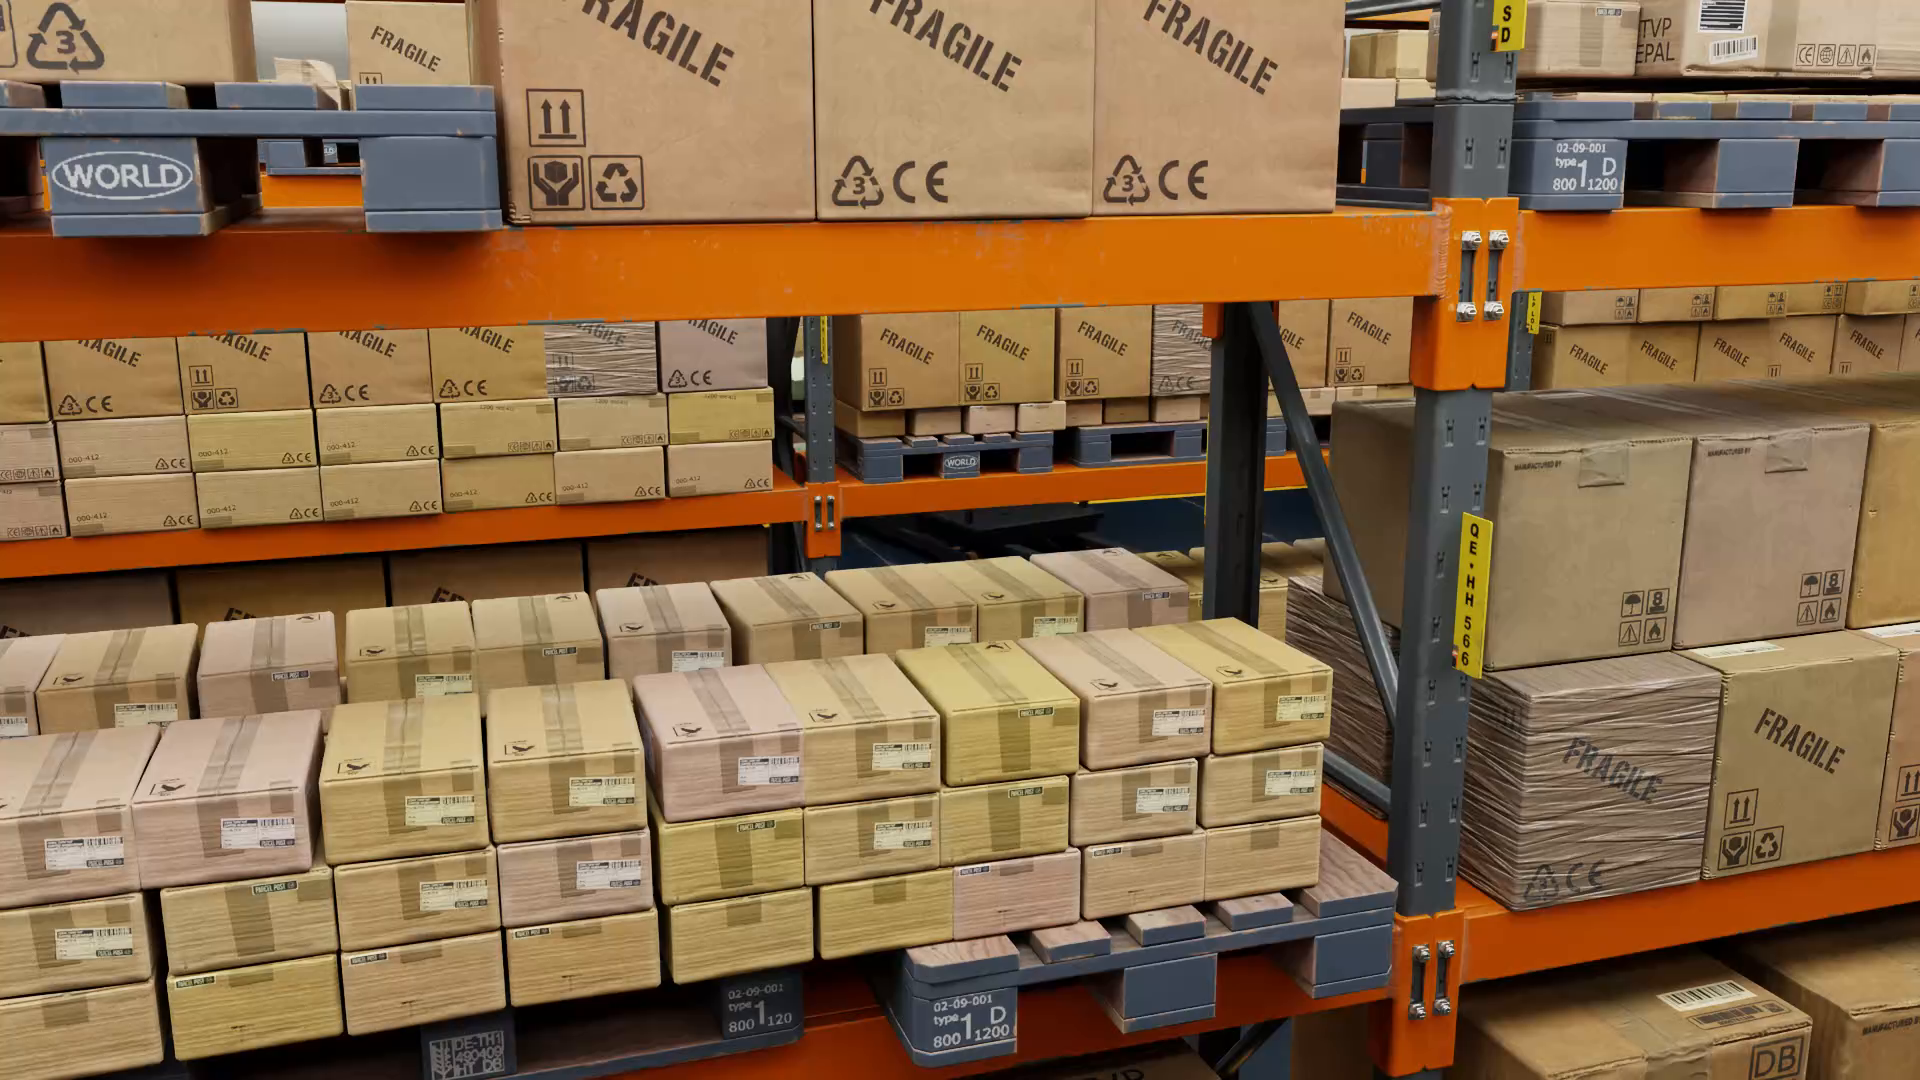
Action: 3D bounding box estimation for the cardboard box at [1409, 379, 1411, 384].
[{"bbox_3d":[2.601,-1.168,9.303,0.500,0.500,0.500,-5,14,-19],"label":"cardboard box"}]

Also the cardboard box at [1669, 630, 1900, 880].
[{"bbox_3d":[1.842,0.458,4.018,0.500,0.500,0.500,-5,14,-19],"label":"cardboard box"}]

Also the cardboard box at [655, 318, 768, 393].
[{"bbox_3d":[-1.232,-0.999,7.983,0.500,0.500,0.500,-5,14,-20],"label":"cardboard box"}]

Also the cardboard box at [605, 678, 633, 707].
[{"bbox_3d":[-0.657,0.362,3.633,0.250,0.149,0.380,-4,14,-18],"label":"cardboard box"}]

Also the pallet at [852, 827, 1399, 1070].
[{"bbox_3d":[0.208,0.688,3.682,1.003,0.211,1.213,-4,14,-18],"label":"pallet"}]

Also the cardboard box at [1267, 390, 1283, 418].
[{"bbox_3d":[1.595,-0.766,9.016,0.250,0.149,0.380,-4,14,-18],"label":"cardboard box"}]

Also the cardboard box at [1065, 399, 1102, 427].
[{"bbox_3d":[0.566,-0.699,8.734,0.250,0.149,0.380,-4,14,-15],"label":"cardboard box"}]

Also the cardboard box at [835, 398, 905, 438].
[{"bbox_3d":[-0.458,-0.625,8.422,0.250,0.149,0.380,-5,14,-21],"label":"cardboard box"}]

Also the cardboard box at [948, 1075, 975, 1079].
[{"bbox_3d":[-0.190,1.314,3.512,0.500,0.250,0.500,-4,14,-17],"label":"cardboard box"}]

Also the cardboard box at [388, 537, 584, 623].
[{"bbox_3d":[-2.353,0.368,8.298,0.875,0.875,0.875,-4,14,-17],"label":"cardboard box"}]

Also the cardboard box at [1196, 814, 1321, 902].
[{"bbox_3d":[0.528,0.574,3.382,0.250,0.149,0.380,-4,14,-17],"label":"cardboard box"}]

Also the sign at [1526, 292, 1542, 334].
[{"bbox_3d":[3.146,-1.296,9.108,0.005,0.325,0.100,-4,14,-18],"label":"sign"}]

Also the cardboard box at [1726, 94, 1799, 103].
[{"bbox_3d":[4.435,-2.432,9.585,0.500,0.250,0.500,-4,14,-18],"label":"cardboard box"}]

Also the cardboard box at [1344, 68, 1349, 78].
[{"bbox_3d":[3.259,-3.826,14.416,0.637,0.503,0.797,-4,14,-16],"label":"cardboard box"}]

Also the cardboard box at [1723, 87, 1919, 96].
[{"bbox_3d":[2.408,-1.432,4.358,0.500,0.500,0.500,-4,14,-18],"label":"cardboard box"}]

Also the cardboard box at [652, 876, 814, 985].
[{"bbox_3d":[-0.443,0.649,3.068,0.250,0.149,0.380,-5,14,-21],"label":"cardboard box"}]

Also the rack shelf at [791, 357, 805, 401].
[{"bbox_3d":[-1.141,-1.136,12.396,0.720,0.370,0.431,-9,32,-31],"label":"rack shelf"}]

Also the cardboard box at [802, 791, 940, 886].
[{"bbox_3d":[-0.212,0.487,3.106,0.250,0.149,0.380,-4,14,-18],"label":"cardboard box"}]

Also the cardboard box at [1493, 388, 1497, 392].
[{"bbox_3d":[3.308,-1.135,10.074,0.500,0.500,0.500,-5,14,-20],"label":"cardboard box"}]

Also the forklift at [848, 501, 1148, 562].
[{"bbox_3d":[0.336,-1.304,11.790,1.130,2.935,3.031,-8,16,-32],"label":"forklift"}]

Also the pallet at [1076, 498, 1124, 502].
[{"bbox_3d":[0.693,-0.523,14.387,1.213,0.211,1.003,-4,14,-18],"label":"pallet"}]

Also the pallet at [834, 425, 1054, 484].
[{"bbox_3d":[-0.184,-0.542,8.853,1.003,0.211,1.213,-4,14,-18],"label":"pallet"}]

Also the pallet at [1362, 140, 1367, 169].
[{"bbox_3d":[2.347,-2.200,9.334,1.003,0.211,1.213,-4,14,-18],"label":"pallet"}]

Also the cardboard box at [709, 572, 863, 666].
[{"bbox_3d":[-0.389,0.196,3.686,0.250,0.149,0.380,-5,14,-20],"label":"cardboard box"}]

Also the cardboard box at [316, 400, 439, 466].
[{"bbox_3d":[-2.659,-0.519,7.585,0.500,0.250,0.500,-5,14,-20],"label":"cardboard box"}]

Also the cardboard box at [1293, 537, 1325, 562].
[{"bbox_3d":[2.470,0.259,9.843,0.625,0.372,0.950,-4,14,-17],"label":"cardboard box"}]

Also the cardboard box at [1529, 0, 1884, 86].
[{"bbox_3d":[1.606,-1.155,3.604,0.500,0.311,0.500,-4,14,-18],"label":"cardboard box"}]

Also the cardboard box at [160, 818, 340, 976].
[{"bbox_3d":[-1.180,0.561,2.794,0.250,0.149,0.380,-5,14,-19],"label":"cardboard box"}]

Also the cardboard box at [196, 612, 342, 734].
[{"bbox_3d":[-1.388,0.274,3.358,0.250,0.149,0.380,-5,14,-21],"label":"cardboard box"}]

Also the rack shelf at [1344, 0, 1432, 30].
[{"bbox_3d":[3.275,-4.464,14.384,4.000,0.370,1.077,-4,14,-18],"label":"rack shelf"}]

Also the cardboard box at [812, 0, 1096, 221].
[{"bbox_3d":[-0.081,-0.851,3.042,0.500,0.500,0.500,-4,14,-18],"label":"cardboard box"}]

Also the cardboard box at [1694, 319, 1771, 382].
[{"bbox_3d":[4.420,-1.095,9.907,0.500,0.500,0.500,-5,14,-19],"label":"cardboard box"}]

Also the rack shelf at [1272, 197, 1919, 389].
[{"bbox_3d":[2.745,-0.738,4.336,4.000,0.370,1.077,-4,14,-18],"label":"rack shelf"}]

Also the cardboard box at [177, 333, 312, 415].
[{"bbox_3d":[-3.158,-0.849,7.351,0.500,0.500,0.500,-5,14,-19],"label":"cardboard box"}]

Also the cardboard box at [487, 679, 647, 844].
[{"bbox_3d":[-0.695,0.379,2.917,0.250,0.149,0.380,-4,14,-15],"label":"cardboard box"}]

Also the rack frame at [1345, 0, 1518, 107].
[{"bbox_3d":[0.849,-2.400,3.285,0.127,3.000,1.000,-4,14,-18],"label":"rack frame"}]

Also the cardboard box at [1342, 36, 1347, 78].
[{"bbox_3d":[1.815,-2.694,9.341,0.500,0.250,0.500,-5,14,-19],"label":"cardboard box"}]

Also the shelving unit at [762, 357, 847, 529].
[{"bbox_3d":[-1.199,-0.793,12.573,0.755,1.500,0.431,-9,32,-31],"label":"shelving unit"}]

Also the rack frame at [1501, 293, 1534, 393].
[{"bbox_3d":[2.966,-0.854,9.753,0.127,3.000,1.000,-4,14,-18],"label":"rack frame"}]

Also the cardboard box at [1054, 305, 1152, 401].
[{"bbox_3d":[0.668,-1.020,8.682,0.500,0.500,0.500,-4,14,-17],"label":"cardboard box"}]

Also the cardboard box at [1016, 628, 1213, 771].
[{"bbox_3d":[0.292,0.302,3.240,0.250,0.149,0.380,-5,14,-19],"label":"cardboard box"}]

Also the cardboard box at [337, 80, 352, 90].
[{"bbox_3d":[-4.339,-3.139,11.654,0.250,0.149,0.380,-4,14,-18],"label":"cardboard box"}]

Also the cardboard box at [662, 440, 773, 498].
[{"bbox_3d":[-1.222,-0.392,8.133,0.500,0.250,0.500,-5,14,-20],"label":"cardboard box"}]

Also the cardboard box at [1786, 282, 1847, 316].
[{"bbox_3d":[4.893,-1.642,10.042,0.500,0.500,0.700,-5,14,-18],"label":"cardboard box"}]

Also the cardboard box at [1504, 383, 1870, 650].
[{"bbox_3d":[1.757,-0.085,4.140,0.500,0.500,0.700,-5,14,-19],"label":"cardboard box"}]

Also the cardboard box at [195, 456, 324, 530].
[{"bbox_3d":[-3.134,-0.238,7.487,0.500,0.250,0.500,-5,14,-19],"label":"cardboard box"}]

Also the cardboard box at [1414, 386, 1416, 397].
[{"bbox_3d":[2.566,-0.838,9.319,0.250,0.149,0.380,-4,14,-17],"label":"cardboard box"}]

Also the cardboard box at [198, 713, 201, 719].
[{"bbox_3d":[-1.637,0.437,3.315,0.250,0.149,0.380,-5,14,-21],"label":"cardboard box"}]

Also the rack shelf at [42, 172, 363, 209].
[{"bbox_3d":[-2.721,-1.521,7.627,4.000,0.370,1.077,-4,14,-18],"label":"rack shelf"}]

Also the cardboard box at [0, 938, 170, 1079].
[{"bbox_3d":[-1.443,0.727,2.738,0.250,0.149,0.380,-5,14,-21],"label":"cardboard box"}]
